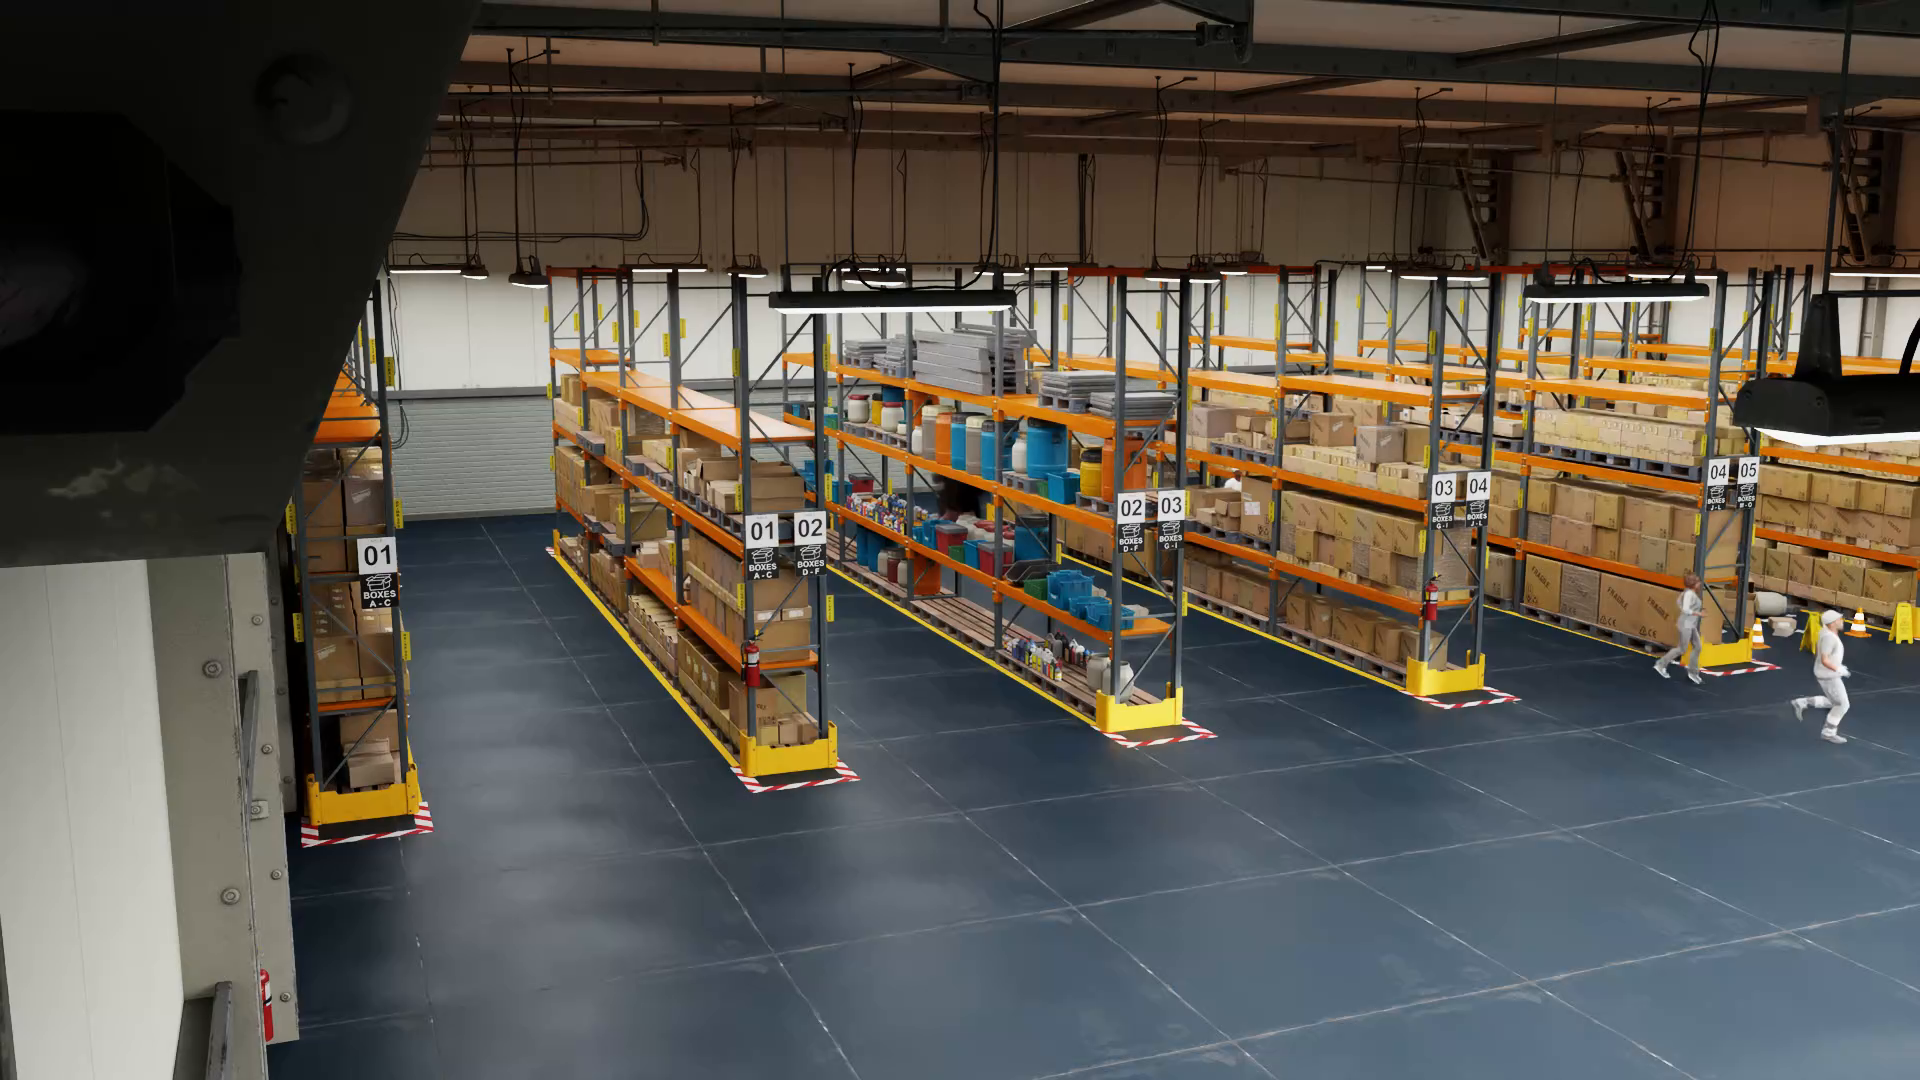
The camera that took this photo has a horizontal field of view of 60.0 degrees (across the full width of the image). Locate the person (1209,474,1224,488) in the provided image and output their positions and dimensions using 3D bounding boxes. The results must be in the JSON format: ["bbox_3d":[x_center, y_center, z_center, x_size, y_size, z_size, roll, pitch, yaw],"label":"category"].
[{"bbox_3d":[6.385,-1.695,41.404,0.521,1.721,0.736,3,10,19],"label":"person"}]

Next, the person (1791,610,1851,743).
[{"bbox_3d":[11.224,1.757,21.620,0.670,1.735,0.688,4,11,19],"label":"person"}]

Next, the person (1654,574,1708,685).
[{"bbox_3d":[10.702,1.310,24.601,0.712,1.637,0.569,5,11,29],"label":"person"}]

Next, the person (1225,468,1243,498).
[{"bbox_3d":[6.000,-0.717,35.672,0.704,1.779,0.900,-3,10,-17],"label":"person"}]
